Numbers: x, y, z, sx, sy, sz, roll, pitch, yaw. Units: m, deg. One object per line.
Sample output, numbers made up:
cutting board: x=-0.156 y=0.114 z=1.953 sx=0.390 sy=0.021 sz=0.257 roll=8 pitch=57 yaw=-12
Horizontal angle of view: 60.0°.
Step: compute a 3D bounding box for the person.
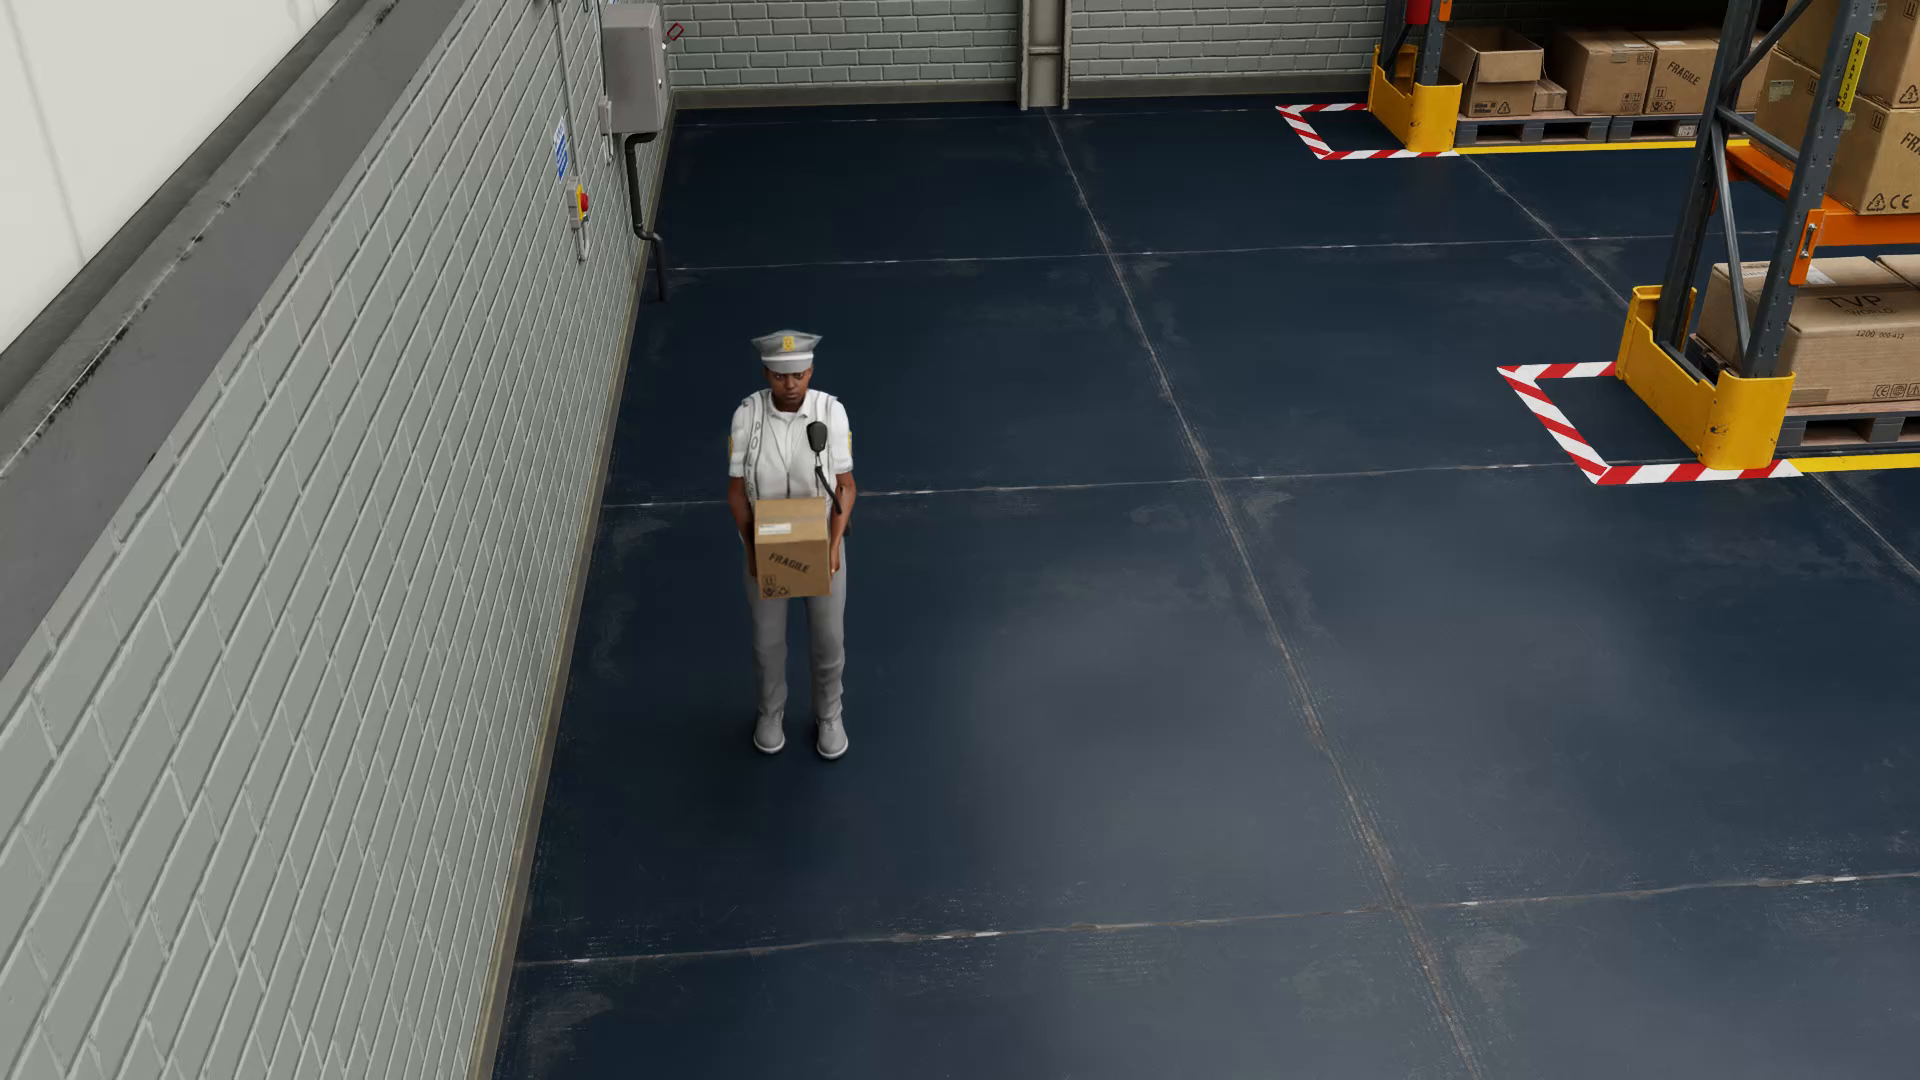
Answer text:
person: x=-0.598 y=0.045 z=6.029 sx=0.464 sy=1.692 sz=0.507 roll=-3 pitch=31 yaw=-5
